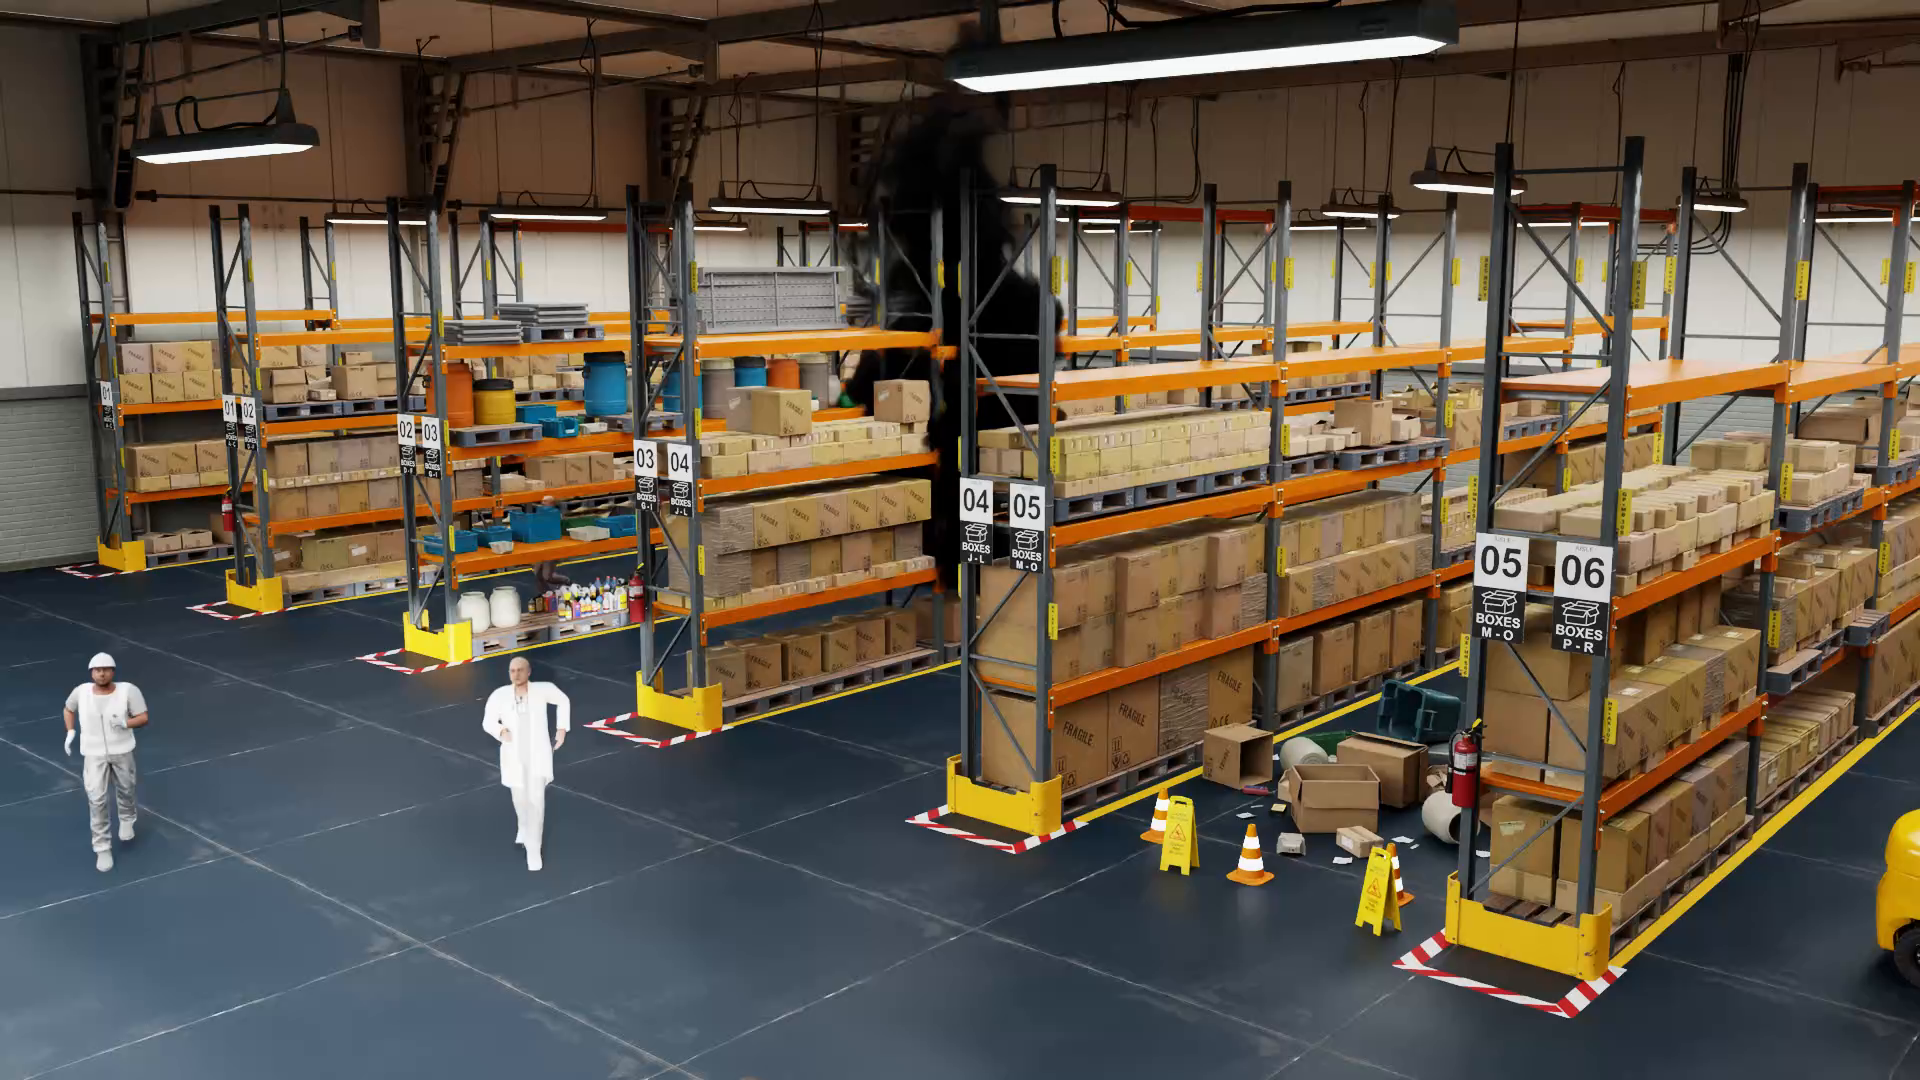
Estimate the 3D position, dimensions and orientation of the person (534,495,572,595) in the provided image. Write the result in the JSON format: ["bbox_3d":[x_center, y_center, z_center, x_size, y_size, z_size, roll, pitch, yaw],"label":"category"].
[{"bbox_3d":[-6.251,0.149,25.318,0.657,1.671,0.612,6,11,33],"label":"person"}]

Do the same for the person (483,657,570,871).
[{"bbox_3d":[-3.787,1.916,14.572,0.719,1.826,0.866,-1,10,-6],"label":"person"}]

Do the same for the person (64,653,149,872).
[{"bbox_3d":[-7.431,1.877,14.521,0.671,1.818,0.897,-4,10,-25],"label":"person"}]
